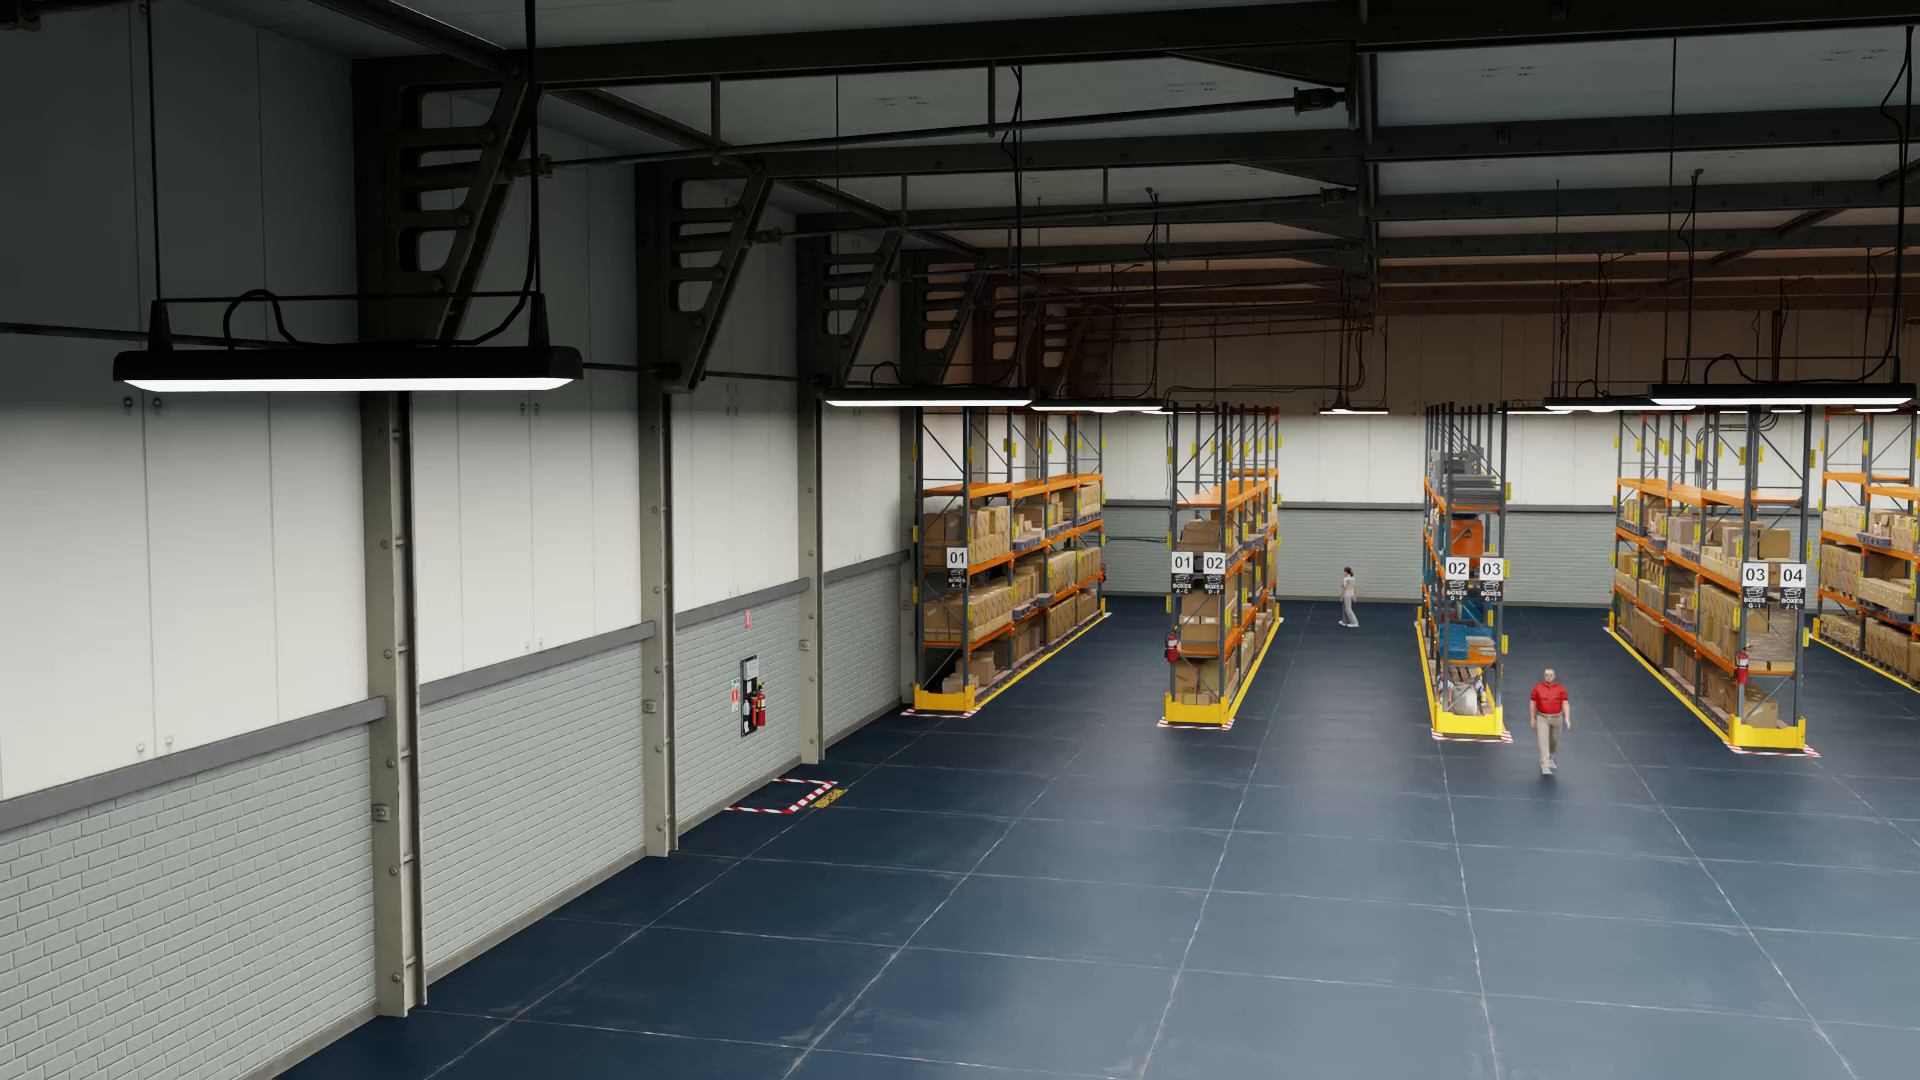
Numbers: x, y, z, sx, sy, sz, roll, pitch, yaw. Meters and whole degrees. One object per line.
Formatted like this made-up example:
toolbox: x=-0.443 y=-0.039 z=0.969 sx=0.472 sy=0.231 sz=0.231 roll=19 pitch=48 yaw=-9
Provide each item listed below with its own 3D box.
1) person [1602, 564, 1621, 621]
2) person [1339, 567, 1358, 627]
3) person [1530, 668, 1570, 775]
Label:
person: x=18.438 y=1.412 z=46.486 sx=1.015 sy=1.756 sz=0.527 roll=0 pitch=4 yaw=1
person: x=10.597 y=1.549 z=45.401 sx=0.480 sy=1.650 sz=0.798 roll=-4 pitch=6 yaw=-43
person: x=9.465 y=2.898 z=26.641 sx=0.565 sy=1.674 sz=1.016 roll=1 pitch=4 yaw=10
